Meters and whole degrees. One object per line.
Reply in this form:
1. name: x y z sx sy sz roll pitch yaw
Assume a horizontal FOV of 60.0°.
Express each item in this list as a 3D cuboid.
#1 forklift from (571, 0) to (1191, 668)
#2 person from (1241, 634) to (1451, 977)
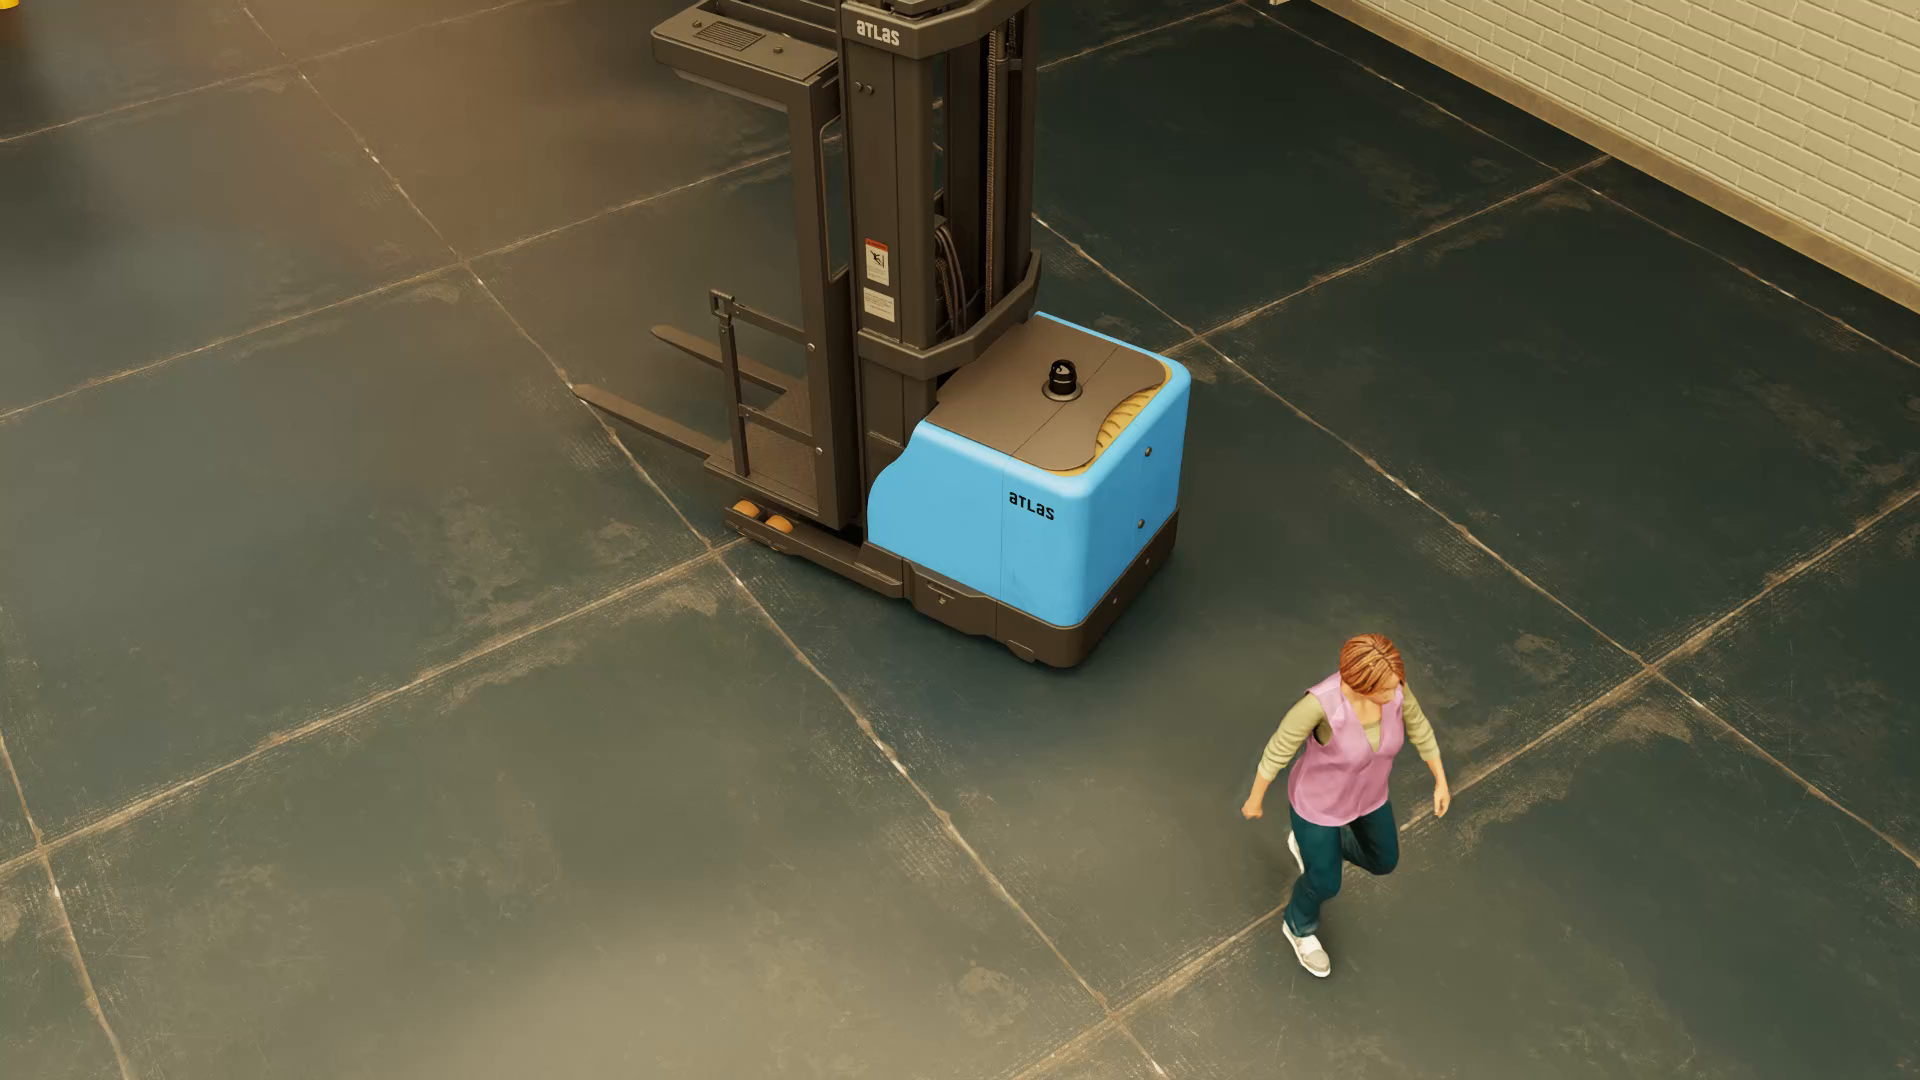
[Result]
1. forklift: -0.511 -1.302 7.129 3.031 2.935 1.130 24 48 24
2. person: 1.304 0.874 5.769 0.627 1.578 0.495 -20 46 -20
